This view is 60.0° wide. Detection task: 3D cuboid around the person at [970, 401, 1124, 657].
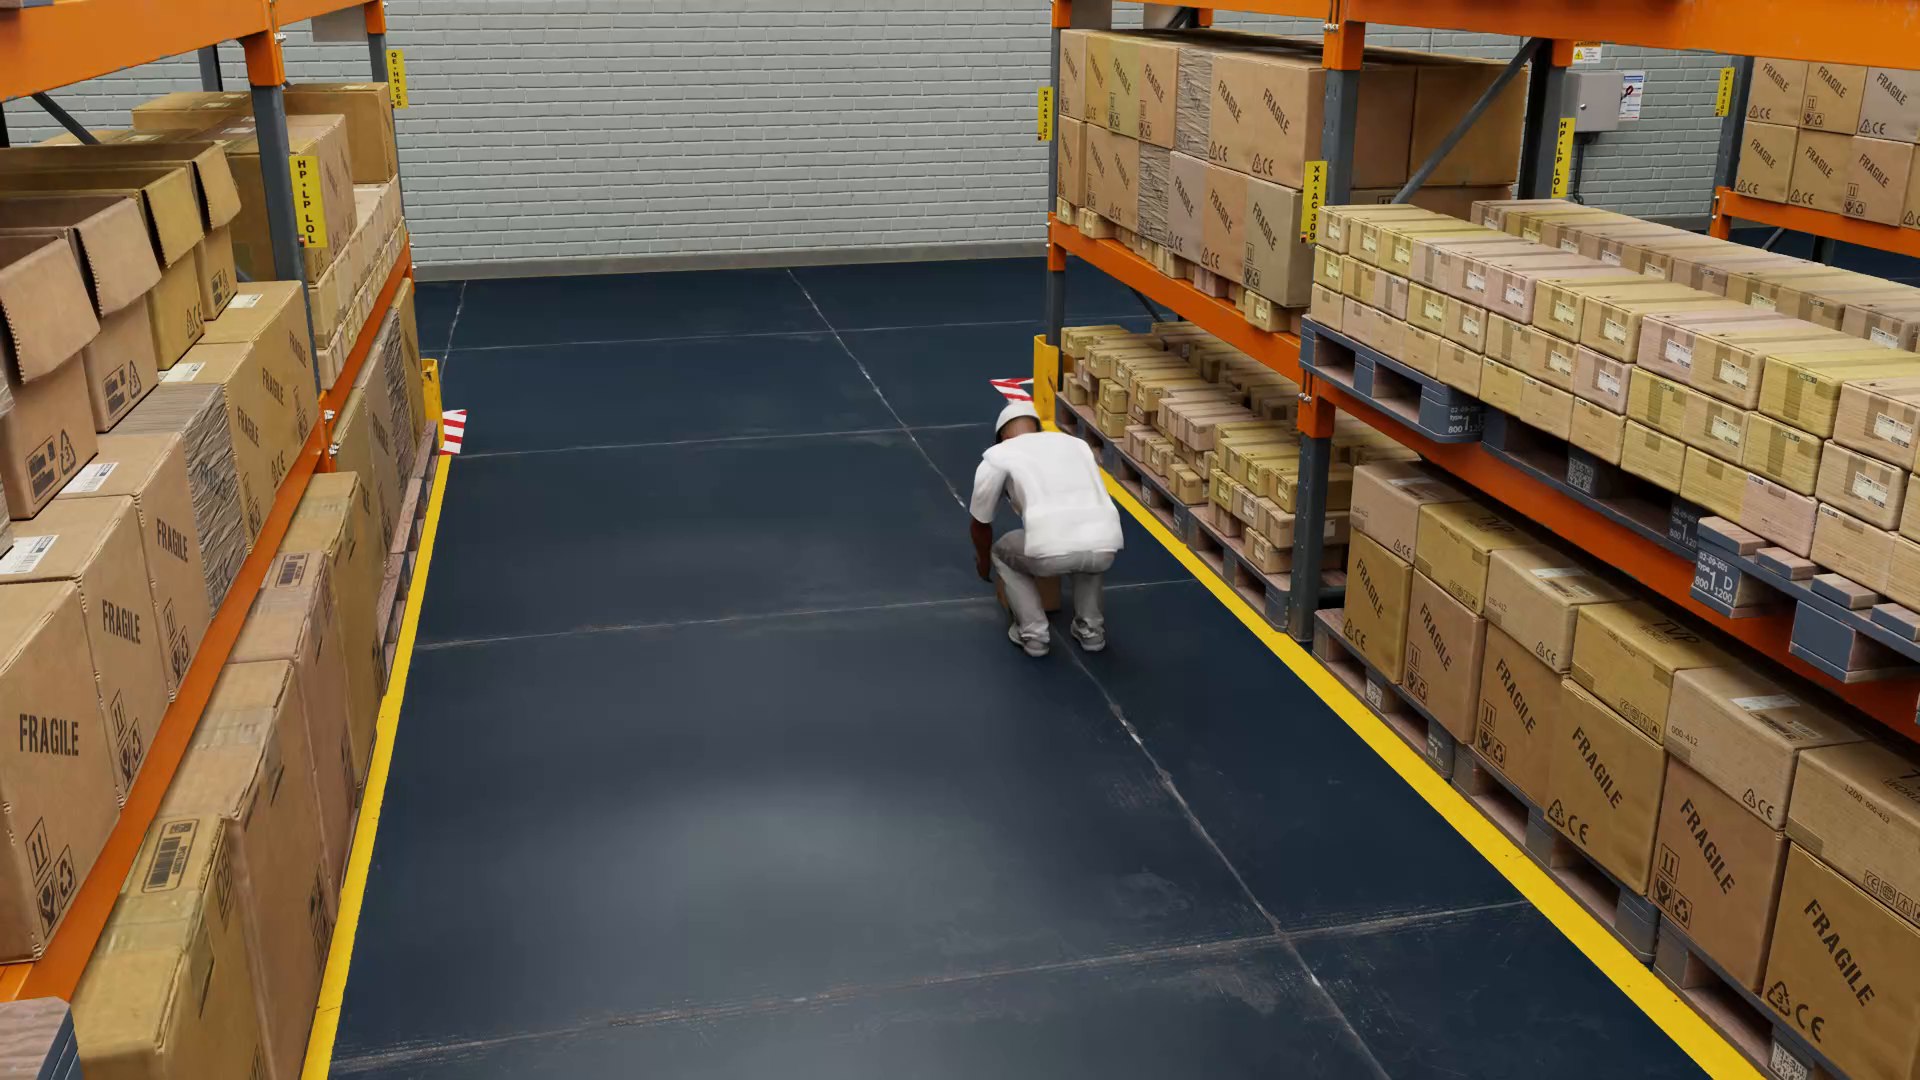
[{"bbox_3d":[0.364,-0.046,7.329,0.584,0.994,0.894,-5,20,-13],"label":"person"}]
